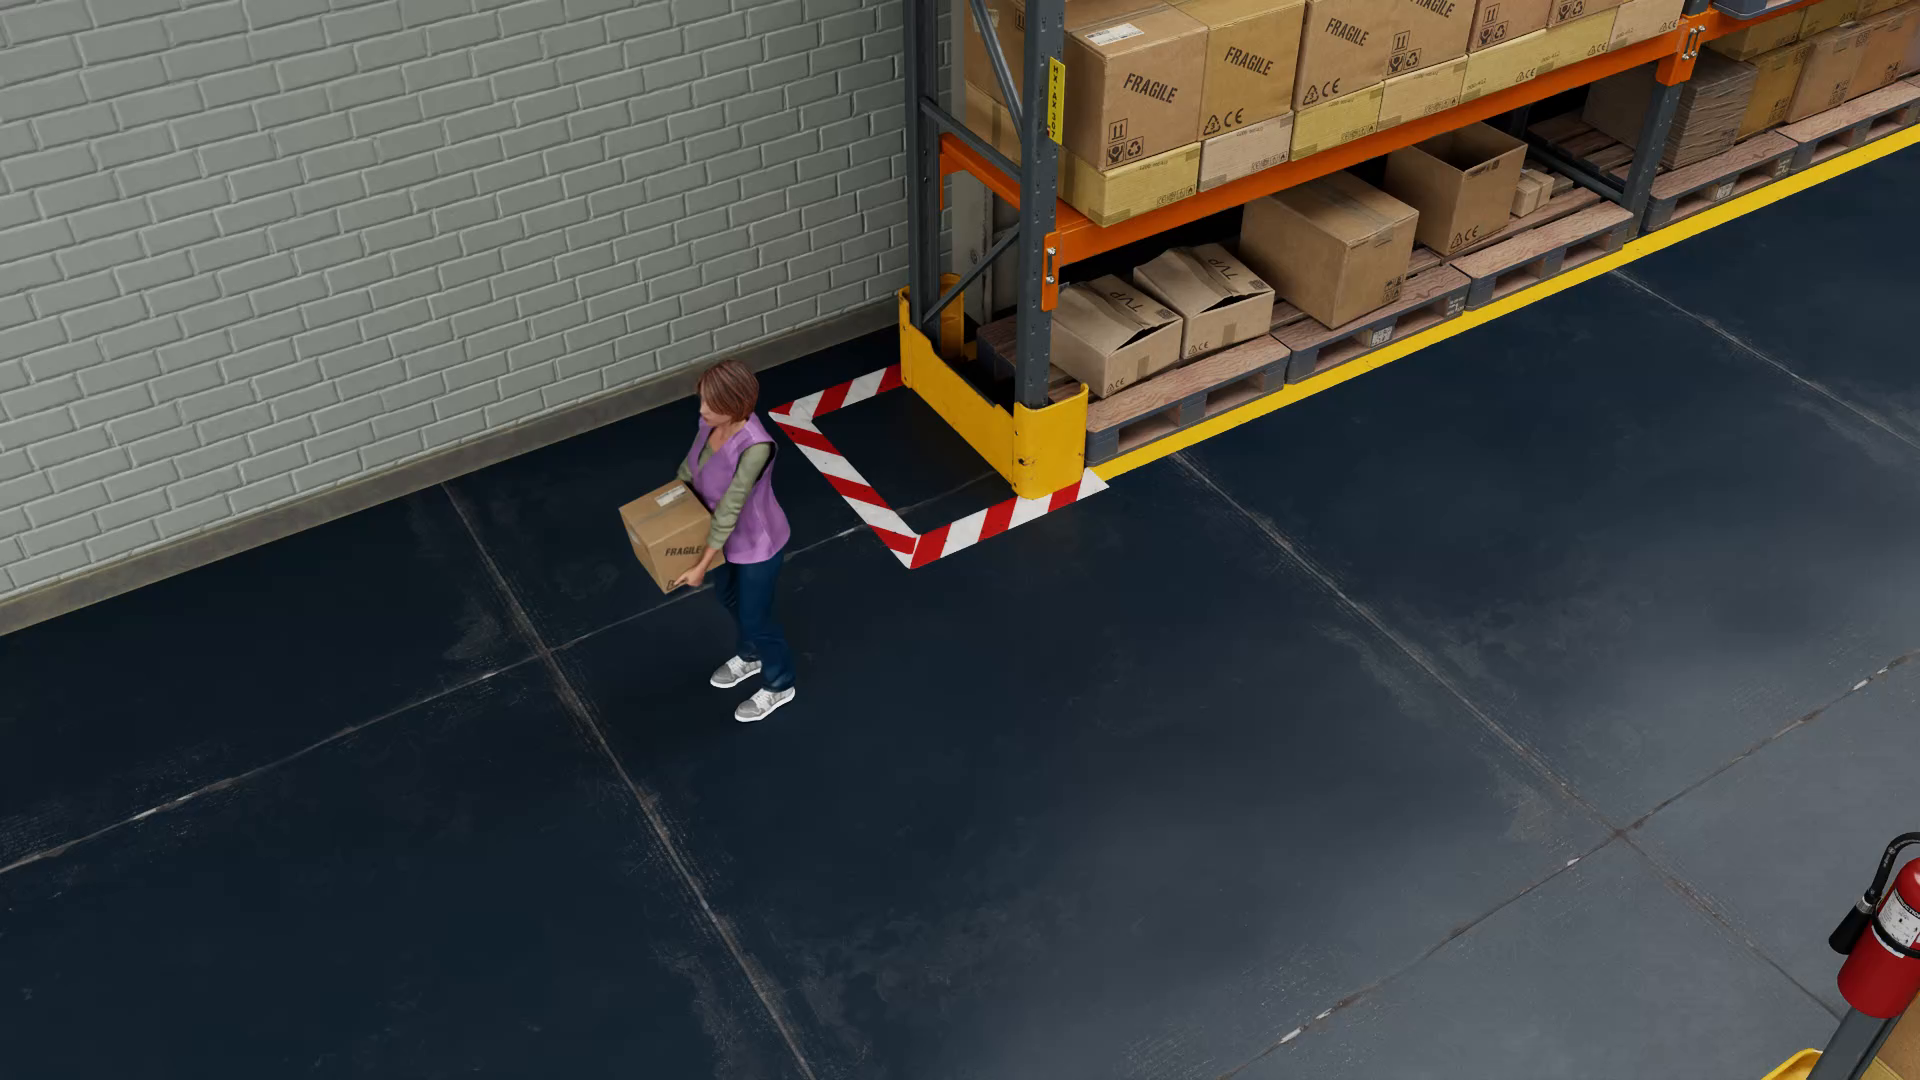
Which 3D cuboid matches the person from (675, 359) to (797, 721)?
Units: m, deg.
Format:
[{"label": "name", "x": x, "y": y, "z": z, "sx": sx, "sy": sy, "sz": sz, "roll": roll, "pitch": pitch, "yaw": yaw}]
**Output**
[{"label": "person", "x": -0.875, "y": 0.031, "z": 6.134, "sx": 0.502, "sy": 1.600, "sz": 0.375, "roll": -23, "pitch": 46, "yaw": -24}]
